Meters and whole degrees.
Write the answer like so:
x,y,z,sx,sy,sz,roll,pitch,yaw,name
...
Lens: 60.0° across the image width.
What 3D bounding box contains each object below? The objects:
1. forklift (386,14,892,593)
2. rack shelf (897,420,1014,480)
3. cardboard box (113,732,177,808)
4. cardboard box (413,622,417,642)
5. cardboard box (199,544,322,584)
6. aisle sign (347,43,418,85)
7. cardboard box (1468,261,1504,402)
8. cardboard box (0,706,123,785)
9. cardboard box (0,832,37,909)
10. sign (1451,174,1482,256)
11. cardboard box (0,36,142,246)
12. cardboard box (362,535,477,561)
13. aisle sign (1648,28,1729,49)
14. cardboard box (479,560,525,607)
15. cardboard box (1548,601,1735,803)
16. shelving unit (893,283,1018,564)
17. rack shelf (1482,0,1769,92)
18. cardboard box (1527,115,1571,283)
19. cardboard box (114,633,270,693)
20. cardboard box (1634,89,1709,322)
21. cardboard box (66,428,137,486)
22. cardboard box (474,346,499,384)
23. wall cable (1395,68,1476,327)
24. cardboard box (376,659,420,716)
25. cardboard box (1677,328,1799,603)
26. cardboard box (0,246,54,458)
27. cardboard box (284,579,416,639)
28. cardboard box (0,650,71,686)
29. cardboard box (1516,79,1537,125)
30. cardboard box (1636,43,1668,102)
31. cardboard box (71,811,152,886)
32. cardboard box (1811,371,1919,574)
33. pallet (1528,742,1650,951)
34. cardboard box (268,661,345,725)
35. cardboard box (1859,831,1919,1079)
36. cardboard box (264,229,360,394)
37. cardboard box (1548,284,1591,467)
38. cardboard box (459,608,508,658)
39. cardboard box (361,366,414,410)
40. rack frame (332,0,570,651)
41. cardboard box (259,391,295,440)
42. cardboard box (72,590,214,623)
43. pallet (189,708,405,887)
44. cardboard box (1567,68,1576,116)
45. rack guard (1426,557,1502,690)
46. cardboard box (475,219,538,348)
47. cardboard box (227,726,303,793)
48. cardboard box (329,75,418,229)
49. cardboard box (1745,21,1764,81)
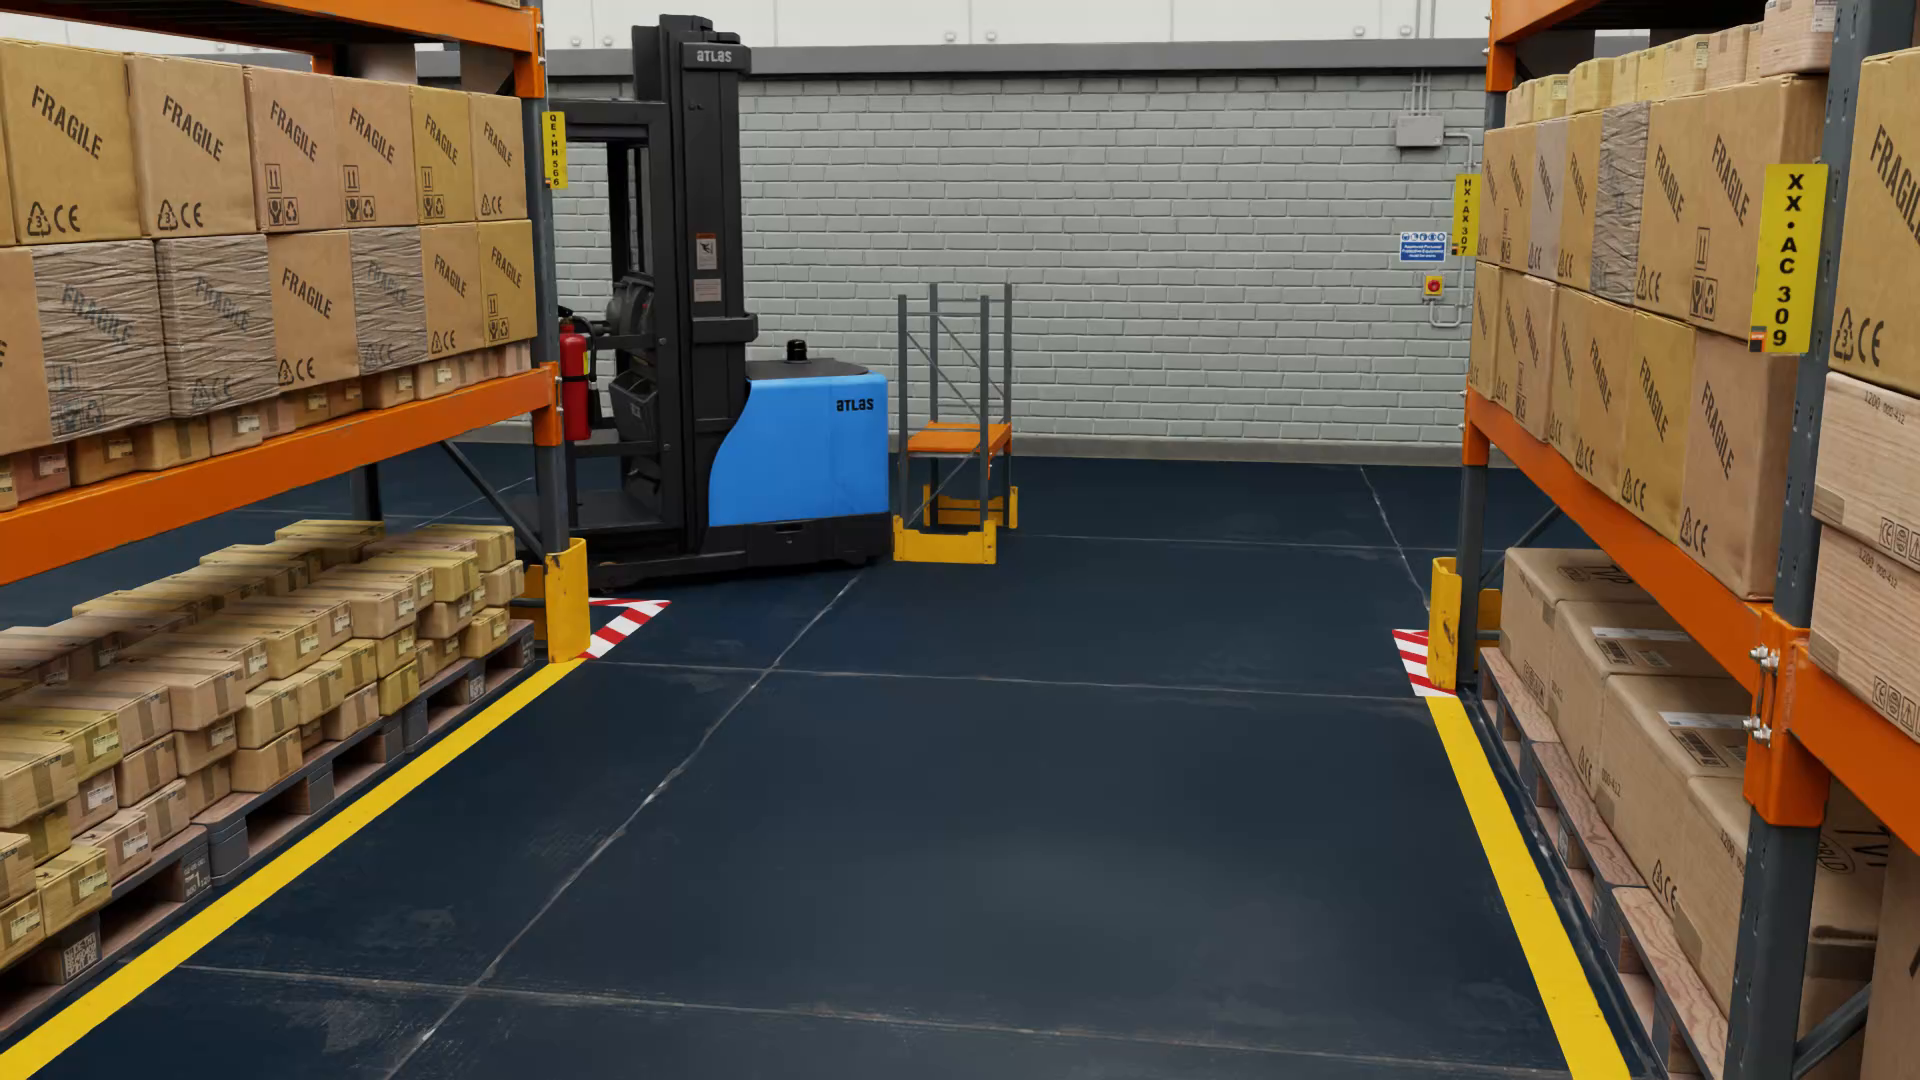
x,y,z,sx,sy,sz,roll,pitch,yaw,name
-1.951,-1.264,8.902,3.031,2.935,1.130,-5,13,-22,forklift
-0.013,-0.540,9.791,0.538,0.185,1.000,2,12,9,rack shelf
-2.541,0.663,4.861,0.380,0.149,0.250,1,12,6,cardboard box
-2.315,0.339,6.365,0.380,0.149,0.250,2,12,8,cardboard box
-2.799,0.121,6.669,0.380,0.149,0.250,2,12,8,cardboard box
-2.579,-2.280,7.281,0.394,0.787,0.004,2,12,9,aisle sign
2.255,-0.803,6.361,0.500,0.500,0.500,2,12,8,cardboard box
-2.561,0.572,4.579,0.380,0.149,0.250,2,12,8,cardboard box
-2.537,0.827,4.102,0.380,0.149,0.250,2,12,11,cardboard box
2.065,-1.326,6.782,0.100,0.325,0.005,2,12,9,sign
-2.535,-1.029,4.330,0.500,0.500,0.500,2,12,7,cardboard box
-2.221,0.082,6.849,0.380,0.149,0.250,2,12,10,cardboard box
2.930,-2.120,6.541,0.394,0.787,0.004,2,12,9,aisle sign
-2.093,0.178,7.111,0.380,0.149,0.250,2,12,7,cardboard box
2.477,0.534,5.480,0.875,0.438,0.875,2,12,10,cardboard box
-0.012,-0.717,9.762,0.587,1.500,1.083,2,12,9,shelving unit
2.305,-1.543,4.620,1.077,0.370,4.000,2,12,9,rack shelf
2.113,-1.076,5.257,0.500,0.500,0.500,2,12,8,cardboard box
-2.463,0.407,5.344,0.380,0.149,0.250,1,12,6,cardboard box
1.883,-0.762,3.799,0.500,0.500,0.500,2,12,8,cardboard box
-2.539,-0.247,4.614,0.380,0.149,0.250,1,12,6,cardboard box
-2.140,-0.734,6.873,0.380,0.149,0.250,2,12,9,cardboard box
3.457,-2.531,12.132,0.585,1.953,0.123,2,12,9,wall cable
-2.237,0.537,6.153,0.380,0.149,0.250,1,12,6,cardboard box
1.816,-0.166,3.405,0.500,0.500,0.500,2,12,9,cardboard box
-2.584,-0.440,3.974,0.500,0.500,0.500,2,12,8,cardboard box
-2.224,0.250,6.071,0.380,0.149,0.250,2,12,11,cardboard box
-3.013,0.446,5.160,0.380,0.149,0.250,1,12,6,cardboard box
2.161,-1.527,5.809,0.380,0.149,0.250,2,12,10,cardboard box
1.989,-1.205,4.315,0.380,0.149,0.250,2,12,7,cardboard box
-2.508,0.863,4.640,0.380,0.149,0.250,2,12,8,cardboard box
1.651,-0.101,2.509,0.500,0.250,0.500,2,12,7,cardboard box
2.377,0.941,5.127,1.003,0.211,1.213,2,12,9,pallet
-2.311,0.506,5.592,0.380,0.149,0.250,2,12,9,cardboard box
1.981,0.953,2.497,0.875,0.875,0.875,2,12,10,cardboard box
-2.349,-0.760,5.456,0.500,0.500,0.500,3,12,11,cardboard box
2.048,-0.487,4.894,0.500,0.500,0.500,2,12,11,cardboard box
-2.109,0.378,6.892,0.380,0.149,0.250,2,12,10,cardboard box
-2.250,-0.573,6.129,0.380,0.149,0.250,1,12,6,cardboard box
-2.294,-0.984,7.439,1.000,3.000,0.127,2,12,9,rack frame
-2.393,-0.410,5.371,0.380,0.149,0.250,2,12,11,cardboard box
-2.893,0.286,5.903,0.380,0.149,0.250,2,12,10,cardboard box
-2.656,0.816,5.705,1.003,0.211,1.213,2,12,9,pallet
2.070,-1.365,5.056,0.380,0.149,0.250,2,12,9,cardboard box
2.616,0.372,7.079,1.175,0.500,0.348,2,12,9,rack guard
-2.109,-1.076,6.924,0.500,0.500,0.500,2,12,10,cardboard box
-2.376,0.700,5.394,0.380,0.149,0.250,2,12,7,cardboard box
-2.268,-1.350,5.819,0.500,0.500,0.500,3,12,12,cardboard box
1.926,-1.044,3.568,0.380,0.149,0.250,2,12,9,cardboard box
